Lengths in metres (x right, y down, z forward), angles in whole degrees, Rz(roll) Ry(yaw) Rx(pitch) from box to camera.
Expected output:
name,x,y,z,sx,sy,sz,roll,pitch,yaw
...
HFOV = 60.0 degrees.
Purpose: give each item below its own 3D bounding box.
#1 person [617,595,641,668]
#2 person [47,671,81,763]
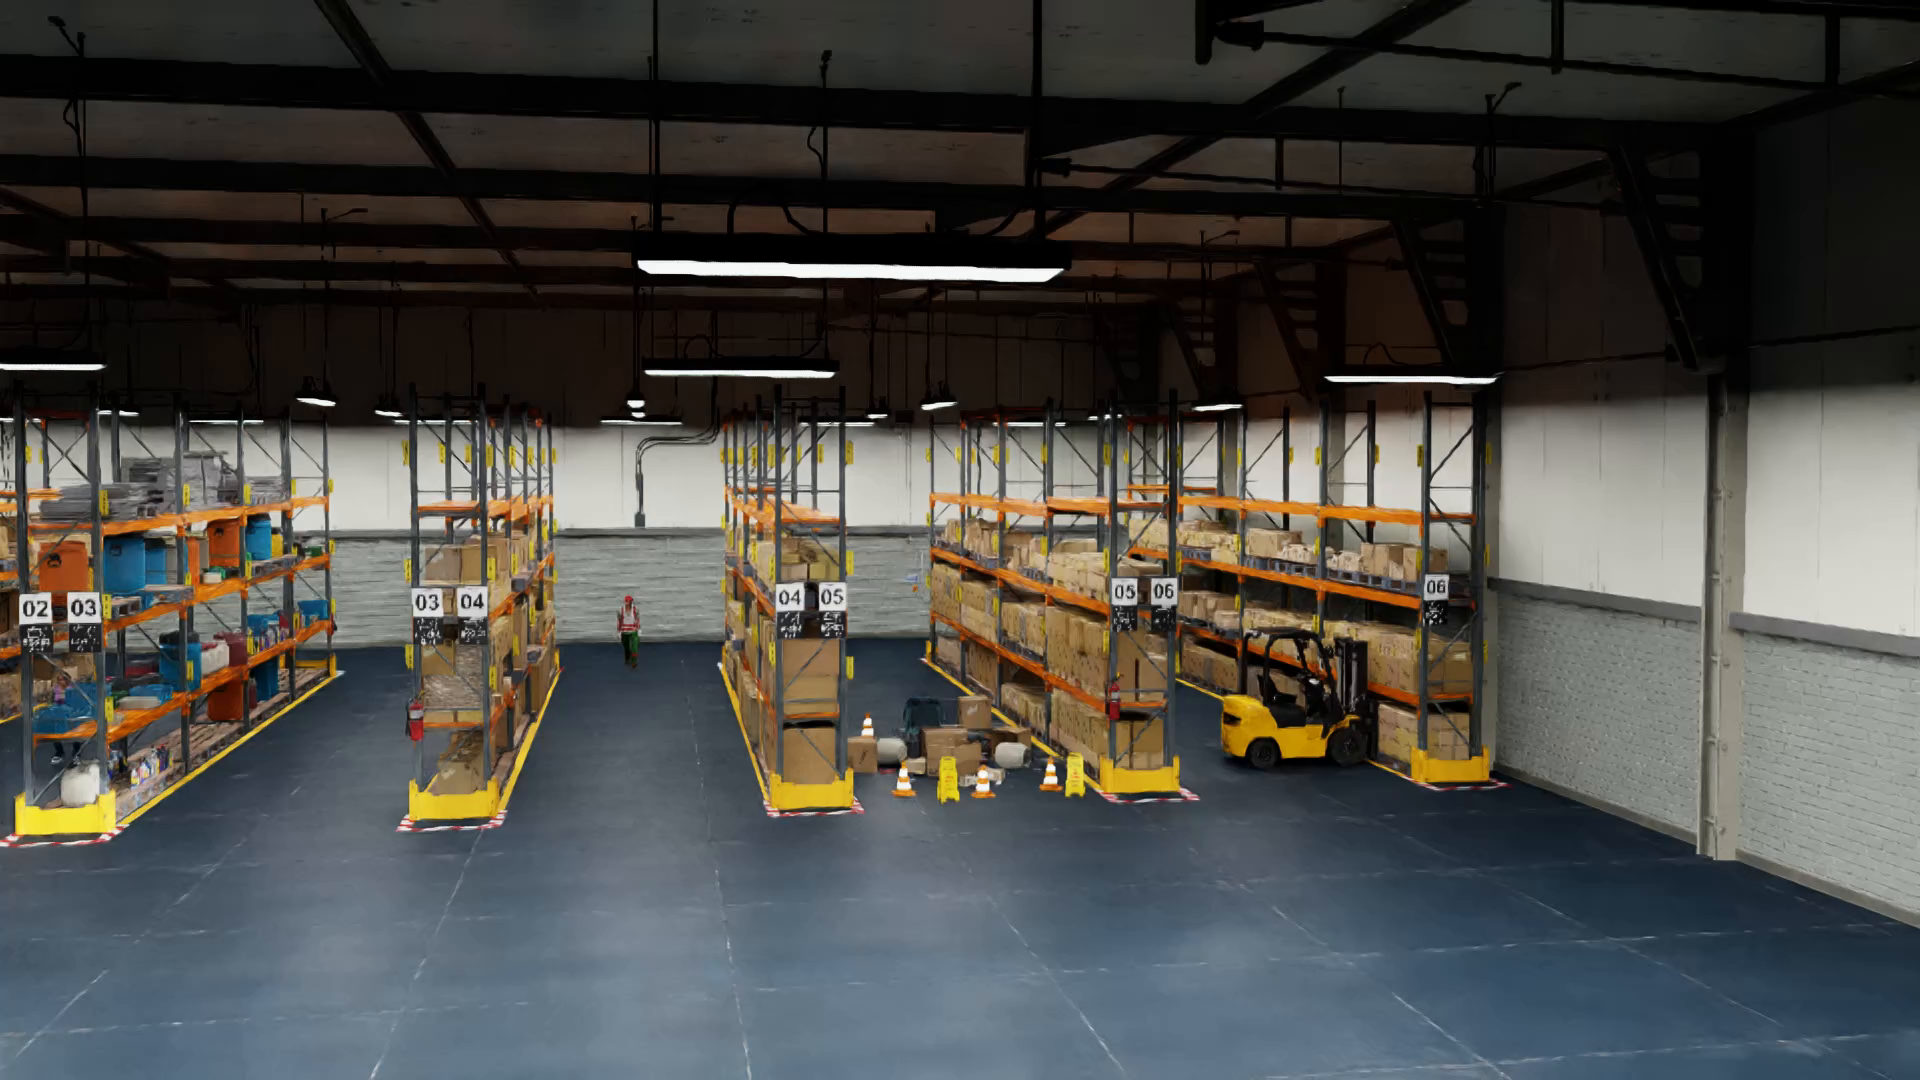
name,x,y,z,sx,sy,sz,roll,pitch,yaw
person,-7.836,2.140,39.347,0.553,1.709,1.123,0,3,-8
person,-14.495,2.871,26.964,0.566,1.541,0.519,-1,3,-13
